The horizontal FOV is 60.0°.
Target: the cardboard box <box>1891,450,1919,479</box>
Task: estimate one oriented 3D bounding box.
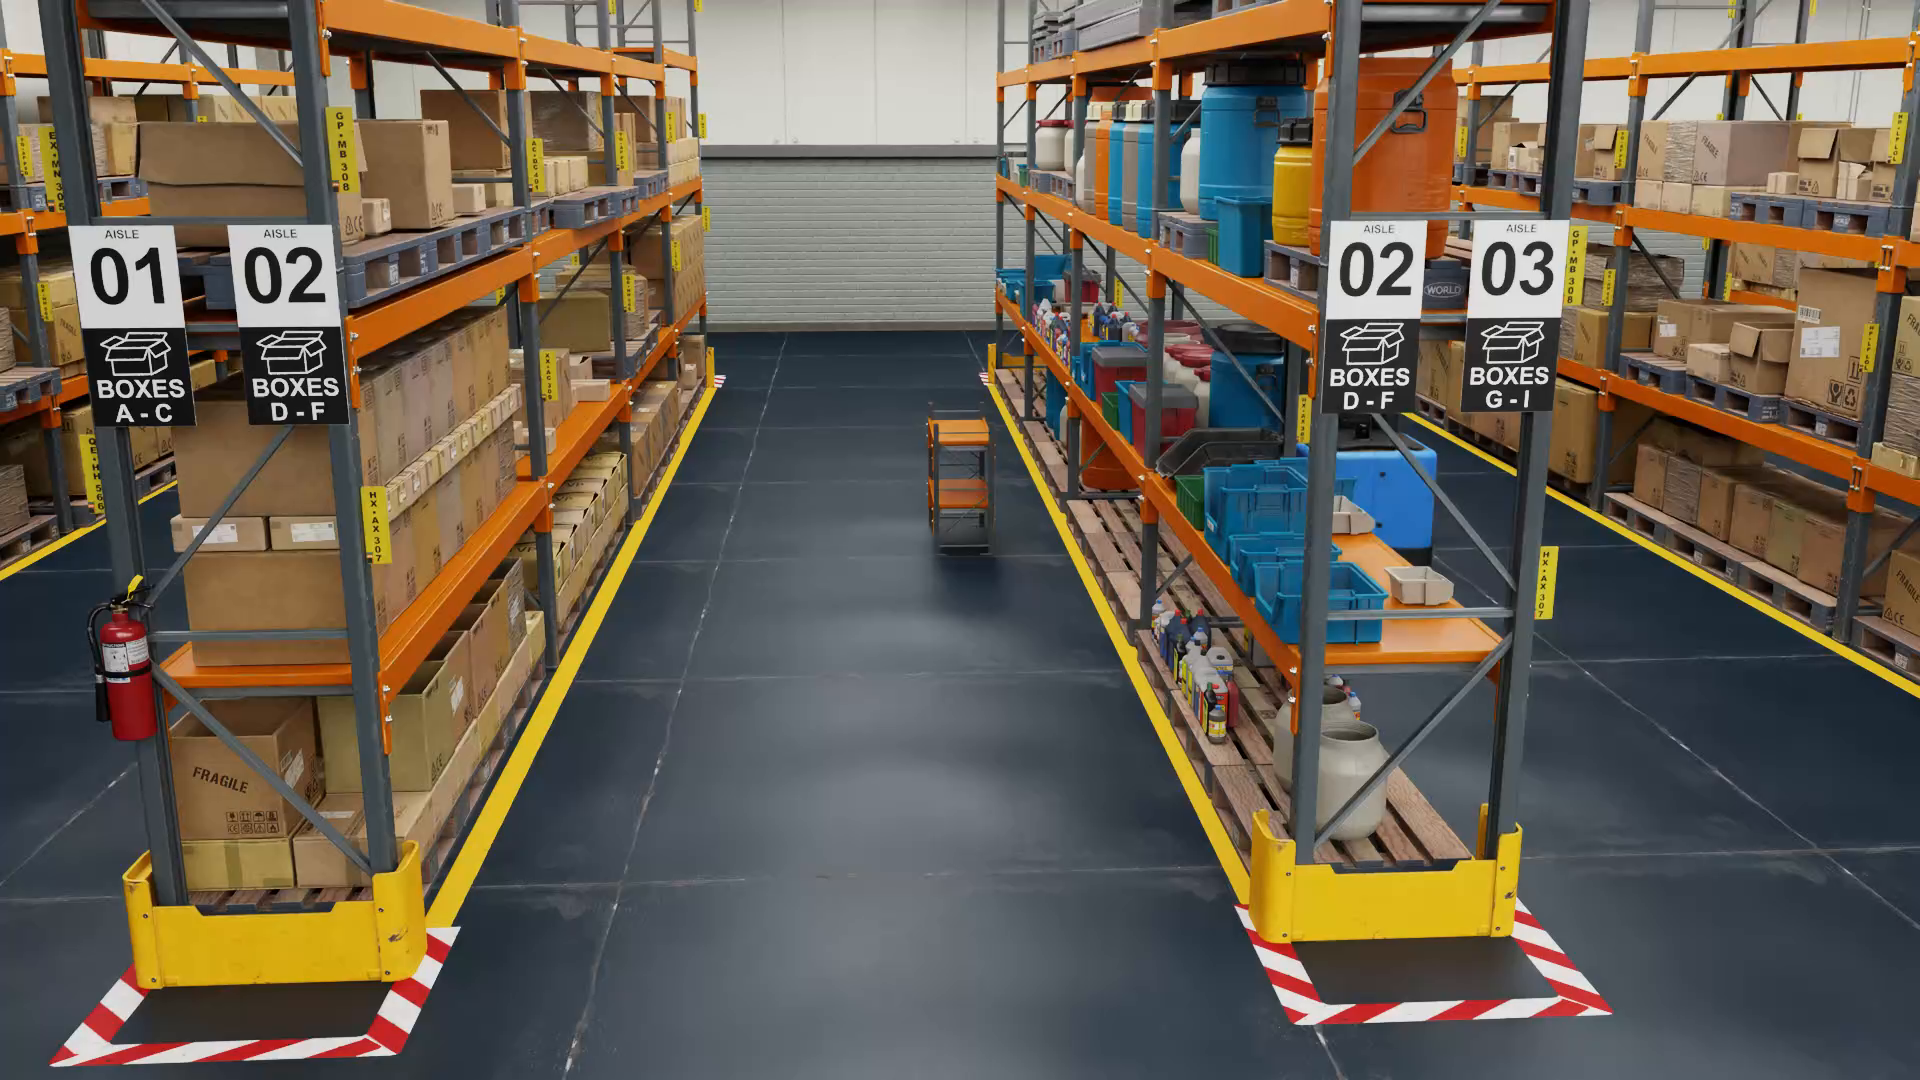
[{"bbox_3d":[6.398,-0.501,10.956,0.380,0.149,0.250,-1,14,-3],"label":"cardboard box"}]

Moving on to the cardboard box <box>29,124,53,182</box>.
[{"bbox_3d":[-8.569,-3.473,14.901,0.700,0.500,0.500,-2,15,-7],"label":"cardboard box"}]

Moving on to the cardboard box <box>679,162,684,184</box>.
[{"bbox_3d":[-3.540,-4.334,19.632,0.500,0.250,0.500,-1,14,-3],"label":"cardboard box"}]

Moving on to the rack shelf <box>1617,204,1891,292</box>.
[{"bbox_3d":[6.559,-2.344,13.043,1.077,0.370,4.000,-1,14,-3],"label":"rack shelf"}]

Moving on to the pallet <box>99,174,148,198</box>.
[{"bbox_3d":[-8.539,-3.636,17.001,0.805,0.209,1.217,-1,15,-6],"label":"pallet"}]

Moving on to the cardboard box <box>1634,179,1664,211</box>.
[{"bbox_3d":[6.210,-2.997,14.435,0.500,0.250,0.500,-1,14,-2],"label":"cardboard box"}]

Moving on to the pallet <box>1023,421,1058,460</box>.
[{"bbox_3d":[1.250,-1.113,18.428,1.003,0.211,1.213,-1,14,-3],"label":"pallet"}]

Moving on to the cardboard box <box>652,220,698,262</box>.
[{"bbox_3d":[-3.577,-3.747,20.862,0.500,0.500,0.500,0,14,-2],"label":"cardboard box"}]

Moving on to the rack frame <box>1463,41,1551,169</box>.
[{"bbox_3d":[6.187,-5.638,18.379,1.000,3.000,0.127,-1,14,-3],"label":"rack frame"}]

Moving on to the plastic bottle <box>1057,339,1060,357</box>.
[{"bbox_3d":[1.001,-1.891,16.253,0.097,0.201,0.097,0,14,0],"label":"plastic bottle"}]

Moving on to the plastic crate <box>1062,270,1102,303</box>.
[{"bbox_3d":[1.438,-2.942,19.692,0.402,0.464,0.583,-1,14,-3],"label":"plastic crate"}]

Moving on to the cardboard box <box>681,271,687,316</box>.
[{"bbox_3d":[-3.495,-2.887,19.527,0.500,0.500,0.500,-1,14,-2],"label":"cardboard box"}]

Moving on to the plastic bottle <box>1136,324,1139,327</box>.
[{"bbox_3d":[1.761,-2.005,16.534,0.061,0.283,0.133,-1,14,-3],"label":"plastic bottle"}]

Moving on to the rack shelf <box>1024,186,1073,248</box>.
[{"bbox_3d":[1.367,-3.263,16.612,1.077,0.370,4.000,-1,14,-3],"label":"rack shelf"}]

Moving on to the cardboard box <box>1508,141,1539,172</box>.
[{"bbox_3d":[6.165,-4.071,17.645,0.500,0.311,0.500,-1,14,-5],"label":"cardboard box"}]

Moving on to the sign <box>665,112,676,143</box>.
[{"bbox_3d":[-3.147,-4.484,18.085,0.100,0.325,0.005,-1,14,-3],"label":"sign"}]

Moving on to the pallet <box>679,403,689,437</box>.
[{"bbox_3d":[-3.742,-1.401,19.547,1.003,0.211,1.213,-1,14,-3],"label":"pallet"}]

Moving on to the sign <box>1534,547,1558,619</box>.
[{"bbox_3d":[2.536,0.187,7.224,0.100,0.325,0.005,-1,14,-3],"label":"sign"}]

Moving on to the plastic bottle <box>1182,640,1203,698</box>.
[{"bbox_3d":[1.413,0.763,9.973,0.144,0.351,0.185,-1,14,-4],"label":"plastic bottle"}]

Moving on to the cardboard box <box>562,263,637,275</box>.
[{"bbox_3d":[-3.895,-2.711,17.999,0.700,0.500,0.500,-6,16,-22],"label":"cardboard box"}]

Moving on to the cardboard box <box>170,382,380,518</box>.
[{"bbox_3d":[-2.977,-0.402,7.265,0.700,0.500,0.500,-1,14,-3],"label":"cardboard box"}]

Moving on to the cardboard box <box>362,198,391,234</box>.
[{"bbox_3d":[-2.854,-1.493,7.672,0.380,0.149,0.250,-1,14,-3],"label":"cardboard box"}]

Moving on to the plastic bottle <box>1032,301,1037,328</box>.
[{"bbox_3d":[0.840,-2.502,18.464,0.061,0.283,0.133,-1,14,-3],"label":"plastic bottle"}]

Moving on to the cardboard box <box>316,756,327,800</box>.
[{"bbox_3d":[-3.328,1.279,8.210,0.500,0.250,0.500,-1,14,-3],"label":"cardboard box"}]

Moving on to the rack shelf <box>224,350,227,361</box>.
[{"bbox_3d":[-8.768,-2.652,20.257,1.077,0.370,4.000,-1,14,-3],"label":"rack shelf"}]

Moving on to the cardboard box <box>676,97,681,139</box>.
[{"bbox_3d":[-3.816,-5.185,20.430,0.700,0.500,0.500,-1,14,-3],"label":"cardboard box"}]

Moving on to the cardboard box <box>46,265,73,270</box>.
[{"bbox_3d":[-8.236,-2.448,15.680,0.500,0.250,0.500,-1,14,-3],"label":"cardboard box"}]

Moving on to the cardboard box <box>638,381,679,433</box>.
[{"bbox_3d":[-3.384,-1.465,18.332,0.500,0.500,0.500,-1,14,-4],"label":"cardboard box"}]

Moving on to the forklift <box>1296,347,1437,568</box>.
[{"bbox_3d":[3.127,-1.424,14.178,1.130,2.935,3.031,-1,14,-3],"label":"forklift"}]

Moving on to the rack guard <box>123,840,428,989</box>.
[{"bbox_3d":[-2.956,1.621,7.225,1.175,0.500,0.348,-1,14,-3],"label":"rack guard"}]

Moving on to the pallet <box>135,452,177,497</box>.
[{"bbox_3d":[-8.443,-0.658,16.659,1.003,0.211,1.213,-1,14,-3],"label":"pallet"}]

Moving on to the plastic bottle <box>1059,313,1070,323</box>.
[{"bbox_3d":[1.101,-2.247,17.488,0.152,0.276,0.135,-1,14,-3],"label":"plastic bottle"}]

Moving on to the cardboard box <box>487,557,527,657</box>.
[{"bbox_3d":[-2.939,0.411,10.080,0.500,0.500,0.500,-1,14,-3],"label":"cardboard box"}]

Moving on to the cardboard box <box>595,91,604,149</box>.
[{"bbox_3d":[-3.505,-3.806,15.073,0.500,0.500,0.500,-1,14,-3],"label":"cardboard box"}]

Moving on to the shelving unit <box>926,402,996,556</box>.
[{"bbox_3d":[0.000,-0.546,14.393,0.538,1.125,1.048,-1,14,-3],"label":"shelving unit"}]

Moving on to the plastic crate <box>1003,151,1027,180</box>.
[{"bbox_3d":[0.816,-4.689,20.836,0.504,0.338,0.767,-1,14,-3],"label":"plastic crate"}]

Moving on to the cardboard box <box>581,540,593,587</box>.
[{"bbox_3d":[-3.048,0.177,12.492,0.500,0.250,0.500,-1,14,-5],"label":"cardboard box"}]

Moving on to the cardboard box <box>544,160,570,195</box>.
[{"bbox_3d":[-3.294,-2.784,12.767,0.500,0.250,0.500,-1,14,-5],"label":"cardboard box"}]

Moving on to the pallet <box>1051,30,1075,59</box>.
[{"bbox_3d":[1.477,-4.461,14.988,1.213,0.211,1.003,-1,14,-3],"label":"pallet"}]

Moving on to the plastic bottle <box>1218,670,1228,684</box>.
[{"bbox_3d":[1.542,0.869,9.861,0.097,0.201,0.097,0,14,0],"label":"plastic bottle"}]

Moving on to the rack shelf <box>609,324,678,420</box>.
[{"bbox_3d":[-3.577,-1.735,16.692,1.077,0.370,4.000,-1,14,-3],"label":"rack shelf"}]

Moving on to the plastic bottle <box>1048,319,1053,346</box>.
[{"bbox_3d":[0.950,-2.131,17.048,0.097,0.271,0.097,0,14,0],"label":"plastic bottle"}]

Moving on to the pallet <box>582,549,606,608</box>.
[{"bbox_3d":[-3.368,0.273,13.042,1.003,0.211,1.213,-1,14,-3],"label":"pallet"}]

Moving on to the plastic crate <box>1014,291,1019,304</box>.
[{"bbox_3d":[0.836,-2.986,20.520,0.293,0.136,0.466,-1,14,-3],"label":"plastic crate"}]

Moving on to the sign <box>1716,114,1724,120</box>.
[{"bbox_3d":[10.354,-5.646,22.677,0.100,0.325,0.005,-1,14,-3],"label":"sign"}]

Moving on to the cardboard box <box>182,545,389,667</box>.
[{"bbox_3d":[-2.973,0.239,7.376,0.700,0.500,0.500,-1,14,-3],"label":"cardboard box"}]

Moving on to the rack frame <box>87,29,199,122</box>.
[{"bbox_3d":[-8.645,-5.408,17.487,1.000,3.000,0.127,-1,14,-3],"label":"rack frame"}]

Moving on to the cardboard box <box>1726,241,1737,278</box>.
[{"bbox_3d":[10.648,-3.855,22.692,0.500,0.500,0.500,0,14,-1],"label":"cardboard box"}]

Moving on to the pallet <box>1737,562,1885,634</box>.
[{"bbox_3d":[6.633,0.414,12.493,1.003,0.211,1.213,-1,14,-3],"label":"pallet"}]

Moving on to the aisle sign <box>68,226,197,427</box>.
[{"bbox_3d":[-3.246,-0.834,6.531,0.394,0.787,0.004,-1,14,-3],"label":"aisle sign"}]

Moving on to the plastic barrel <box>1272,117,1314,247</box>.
[{"bbox_3d":[1.790,-1.700,7.875,0.600,0.588,0.600,0,14,0],"label":"plastic barrel"}]

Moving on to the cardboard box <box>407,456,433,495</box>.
[{"bbox_3d":[-2.832,-0.316,8.233,0.380,0.149,0.250,-1,14,-5],"label":"cardboard box"}]

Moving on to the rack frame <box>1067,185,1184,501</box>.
[{"bbox_3d":[1.491,-1.661,14.963,1.000,3.000,0.127,-1,14,-3],"label":"rack frame"}]

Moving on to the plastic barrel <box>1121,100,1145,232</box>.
[{"bbox_3d":[1.450,-2.648,11.771,0.600,0.901,0.600,0,14,0],"label":"plastic barrel"}]

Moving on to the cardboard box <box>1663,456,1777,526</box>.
[{"bbox_3d":[6.543,-0.436,14.335,0.700,0.500,0.500,-2,15,-8],"label":"cardboard box"}]

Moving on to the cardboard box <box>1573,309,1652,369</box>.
[{"bbox_3d":[6.157,-1.905,15.709,0.500,0.500,0.500,0,14,-2],"label":"cardboard box"}]
